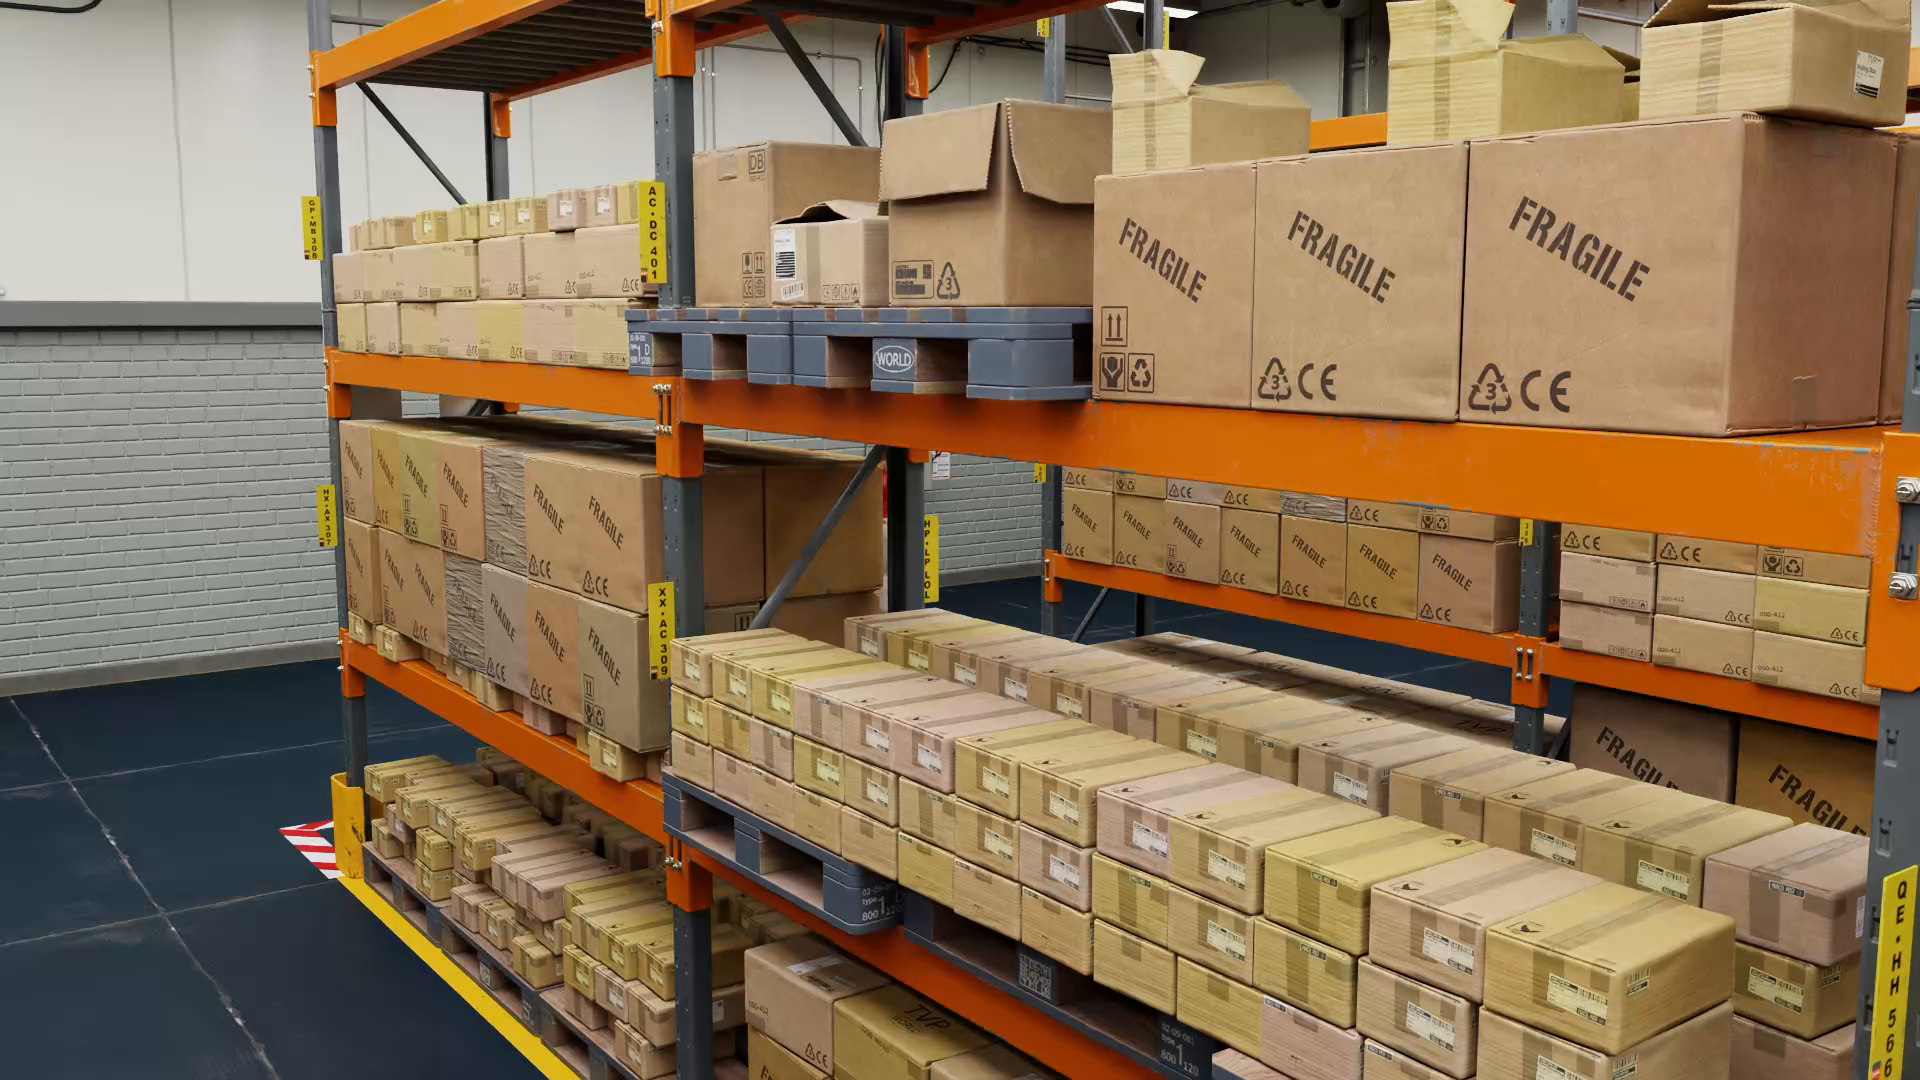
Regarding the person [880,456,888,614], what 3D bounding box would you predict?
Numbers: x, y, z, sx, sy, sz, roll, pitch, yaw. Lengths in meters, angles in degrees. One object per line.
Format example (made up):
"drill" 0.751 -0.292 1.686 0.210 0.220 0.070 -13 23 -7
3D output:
"person" -0.728 -0.043 16.220 0.490 1.722 0.540 -6 9 -36
